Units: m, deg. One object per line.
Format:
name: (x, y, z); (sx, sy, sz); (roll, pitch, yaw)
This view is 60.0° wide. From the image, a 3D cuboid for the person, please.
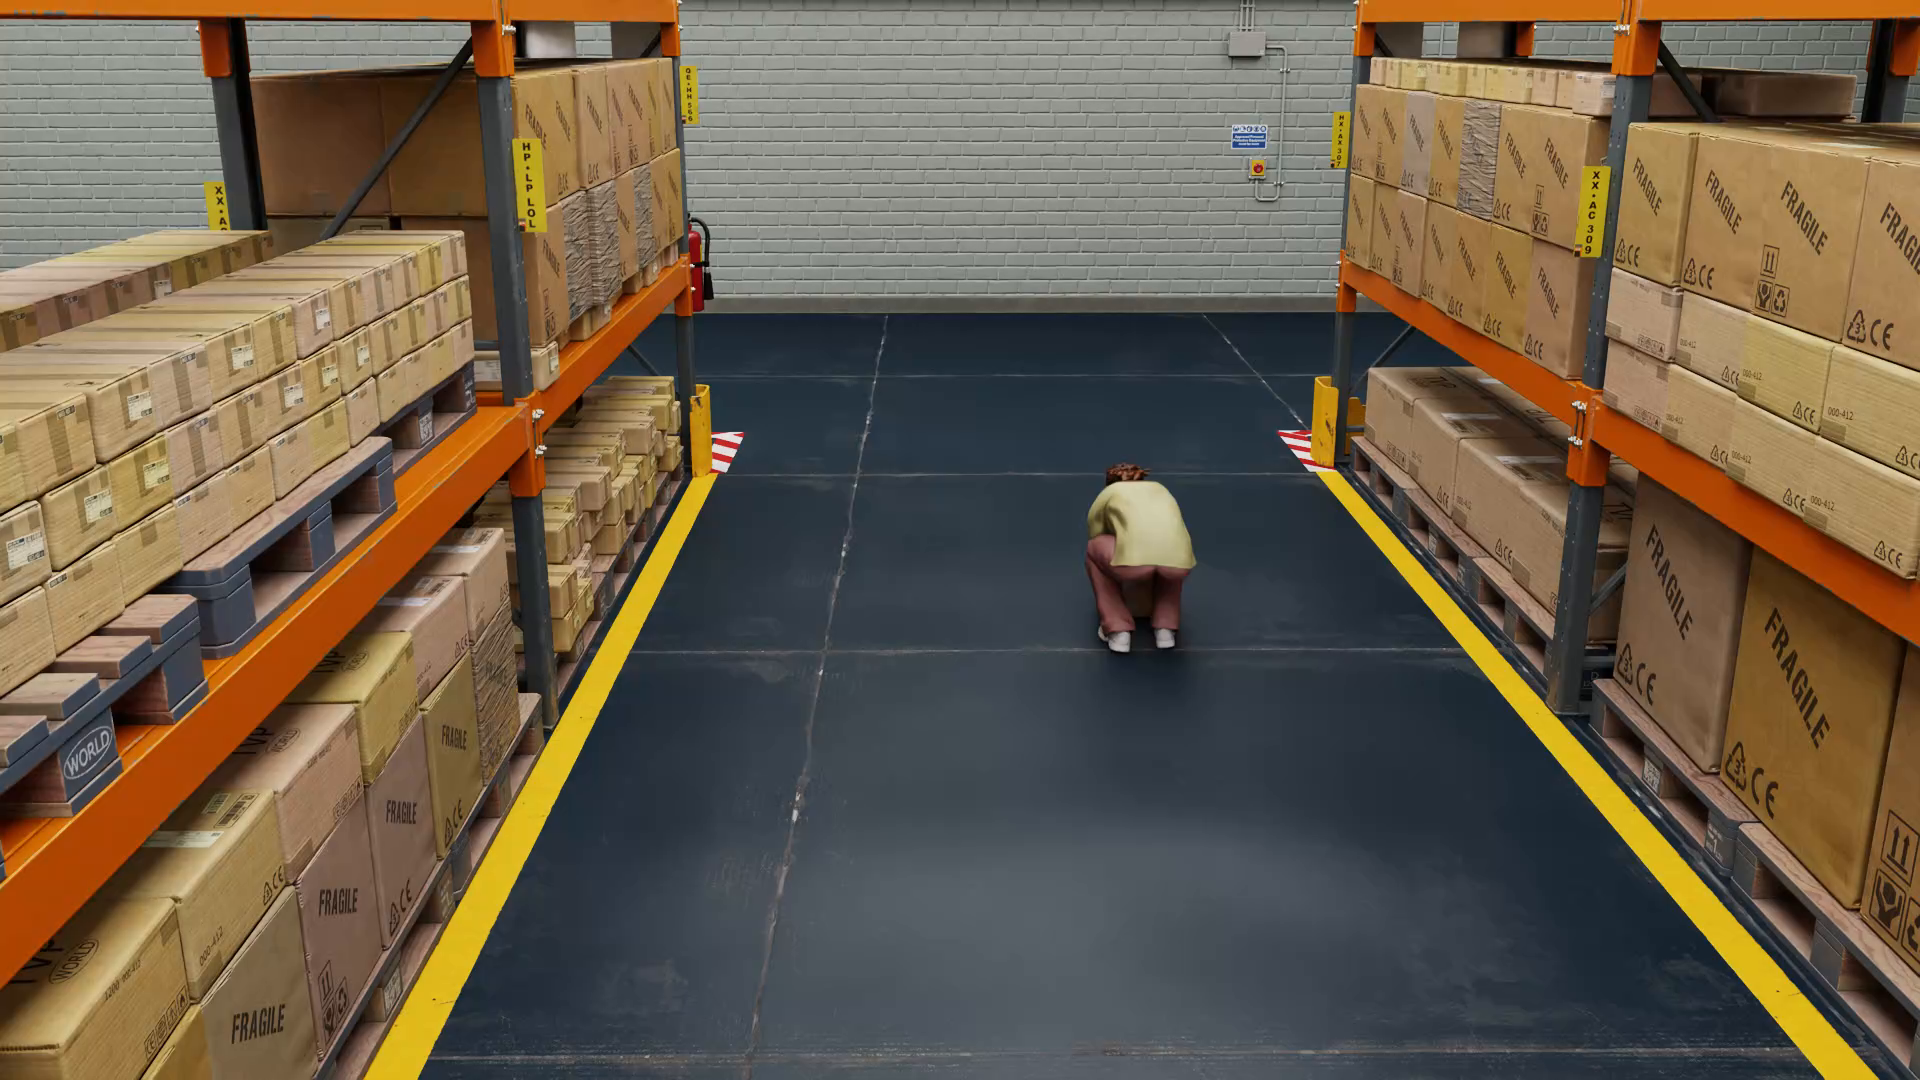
person: (0.795, 0.073, 7.442); (0.455, 0.770, 0.856); (-1, 17, -2)
